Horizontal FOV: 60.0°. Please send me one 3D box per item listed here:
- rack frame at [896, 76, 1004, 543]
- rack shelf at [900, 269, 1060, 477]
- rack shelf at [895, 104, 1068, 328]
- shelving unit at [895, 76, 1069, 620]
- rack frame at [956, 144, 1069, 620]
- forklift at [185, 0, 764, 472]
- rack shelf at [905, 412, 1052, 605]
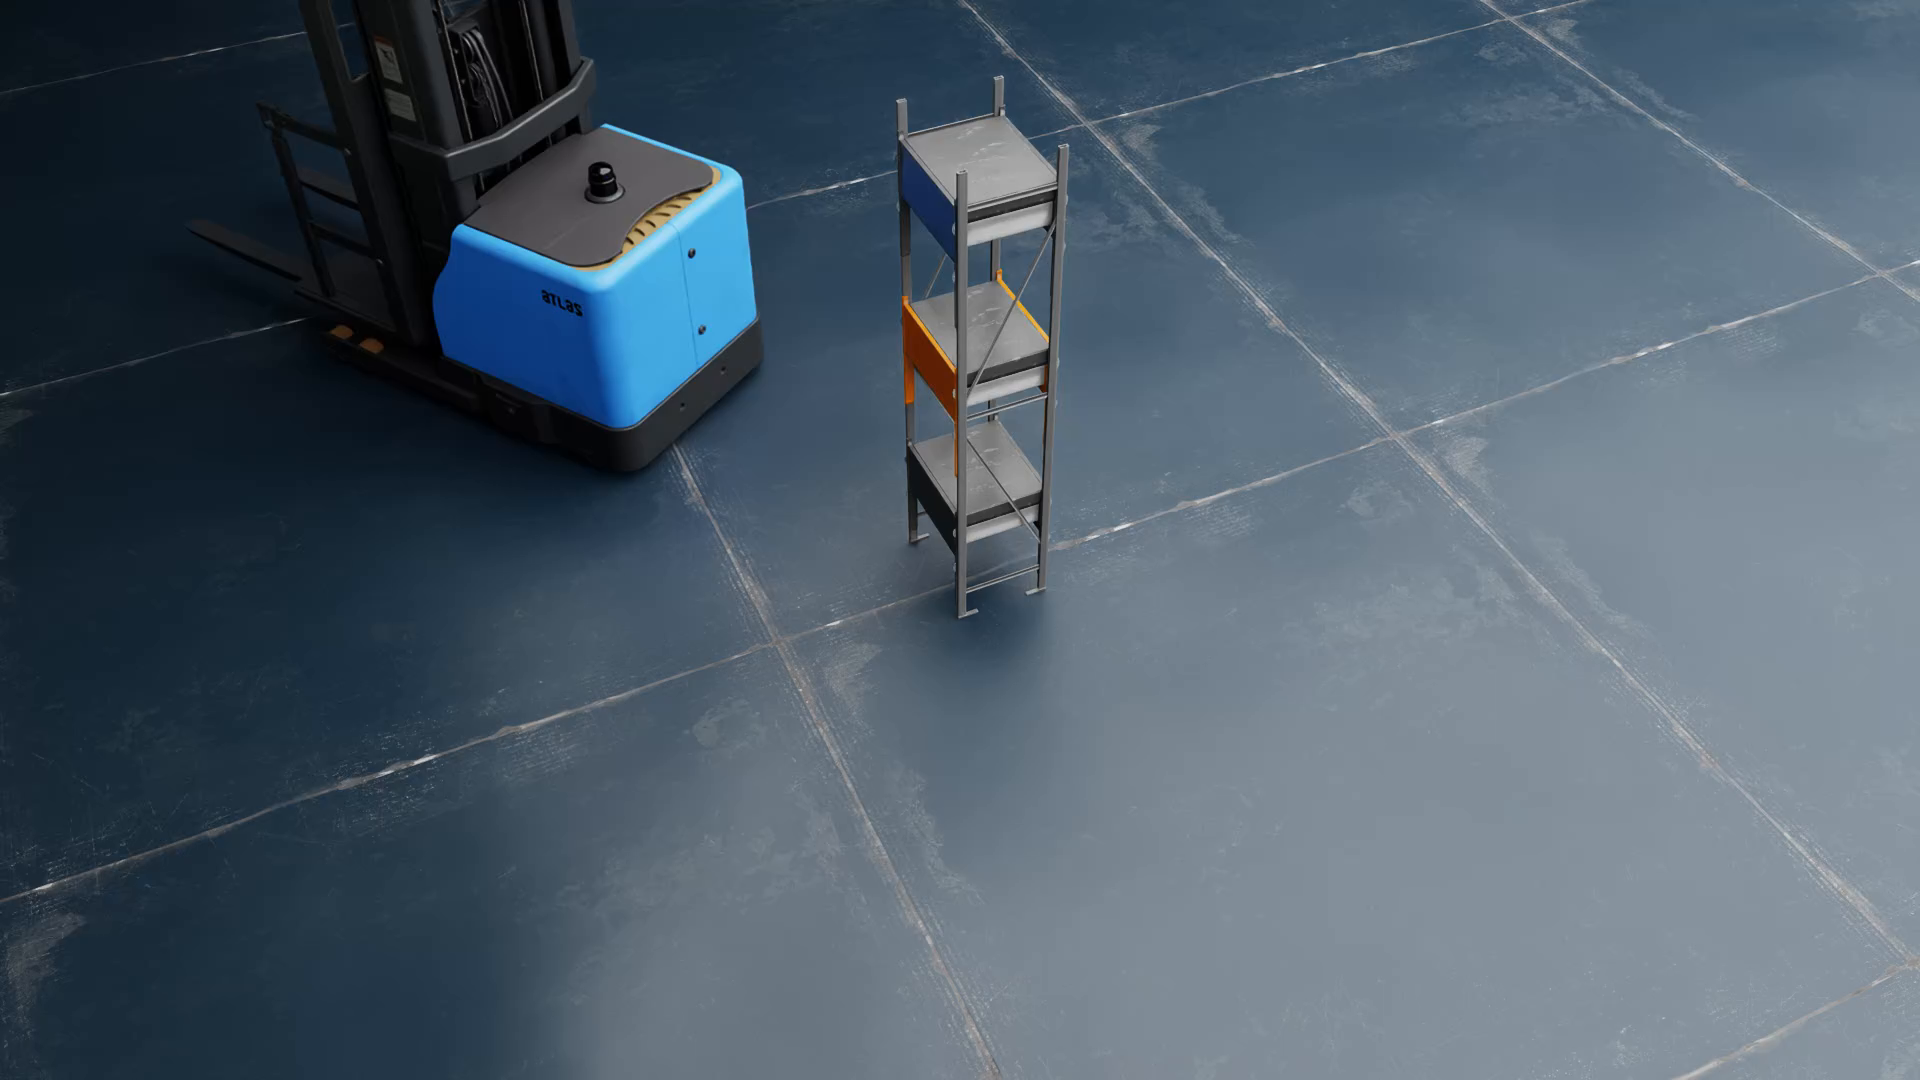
[{"bbox_3d":[-0.033,-0.797,6.432,0.400,2.100,0.015,-18,47,-17],"label":"rack frame"},{"bbox_3d":[0.070,-0.632,6.284,0.431,0.518,0.480,-18,47,-17],"label":"rack shelf"},{"bbox_3d":[0.070,-1.130,5.792,0.431,0.518,0.480,-18,47,-17],"label":"rack shelf"},{"bbox_3d":[0.070,-0.642,6.274,0.431,2.100,0.503,-18,47,-17],"label":"shelving unit"},{"bbox_3d":[0.172,-0.486,6.117,0.400,2.100,0.015,-18,47,-17],"label":"rack frame"},{"bbox_3d":[-2.459,-2.130,7.191,3.031,2.935,1.130,23,49,22],"label":"forklift"},{"bbox_3d":[0.070,-0.134,6.776,0.431,0.518,0.480,-18,47,-17],"label":"rack shelf"}]
